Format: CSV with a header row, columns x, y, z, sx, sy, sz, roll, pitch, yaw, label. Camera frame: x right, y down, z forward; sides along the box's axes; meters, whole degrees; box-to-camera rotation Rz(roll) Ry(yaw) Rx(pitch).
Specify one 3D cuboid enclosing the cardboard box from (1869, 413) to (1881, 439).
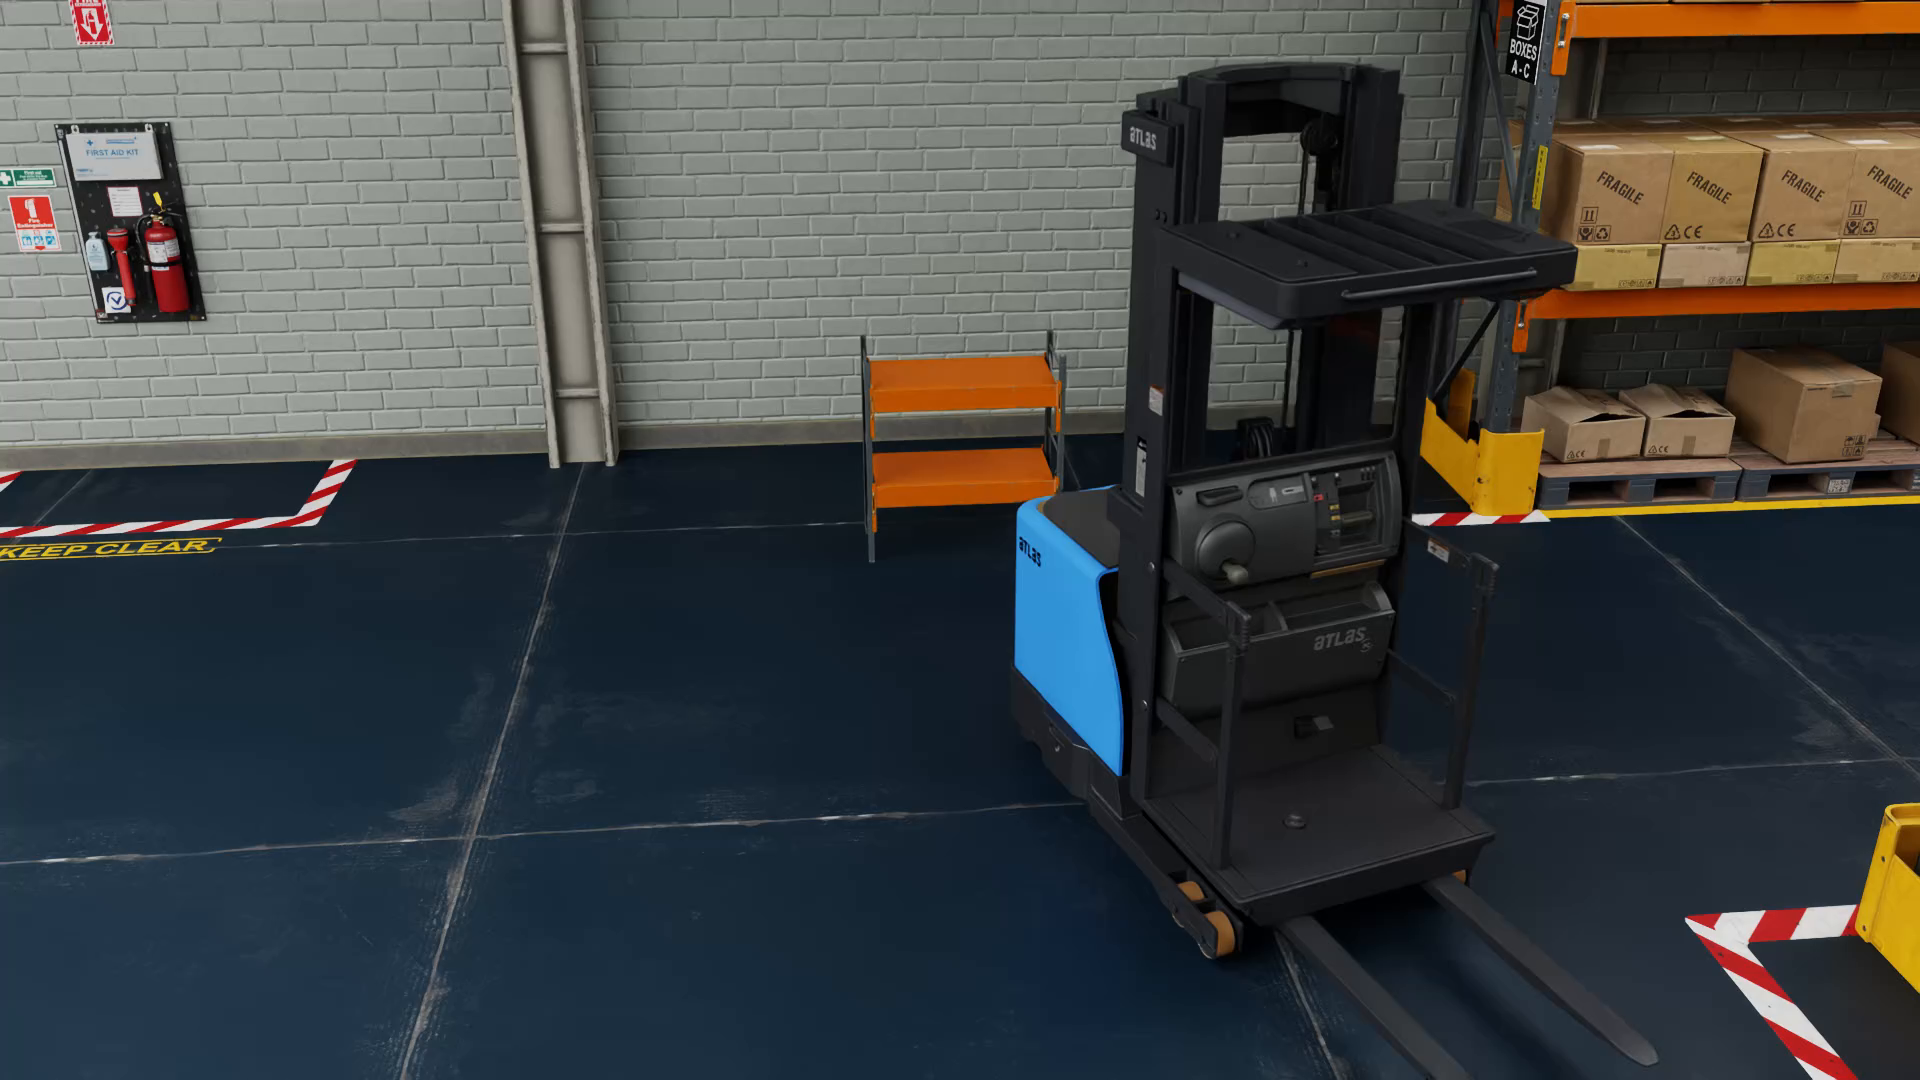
x,y,z,sx,sy,sz,roll,pitch,yaw,label
5.403,-0.747,10.207,0.250,0.149,0.380,-4,24,-9,cardboard box

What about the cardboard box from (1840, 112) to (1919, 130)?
x,y,z,sx,sy,sz,roll,pitch,yaw,label
5.497,-2.217,9.782,0.500,0.500,0.500,-2,24,-4,cardboard box

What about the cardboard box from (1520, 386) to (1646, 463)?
x,y,z,sx,sy,sz,roll,pitch,yaw,label
3.714,-0.709,9.920,0.500,0.311,0.500,-5,24,-11,cardboard box

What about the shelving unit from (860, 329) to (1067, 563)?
x,y,z,sx,sy,sz,roll,pitch,yaw,label
0.007,-0.514,9.022,1.048,1.125,0.538,-2,24,-5,shelving unit

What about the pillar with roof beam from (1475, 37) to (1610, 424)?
x,y,z,sx,sy,sz,roll,pitch,yaw,label
4.051,-3.124,5.200,0.400,9.000,9.100,-2,24,-5,pillar with roof beam

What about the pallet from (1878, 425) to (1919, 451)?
x,y,z,sx,sy,sz,roll,pitch,yaw,label
6.332,-0.590,10.317,1.213,0.211,1.003,-2,24,-5,pallet

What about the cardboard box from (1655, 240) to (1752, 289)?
x,y,z,sx,sy,sz,roll,pitch,yaw,label
4.049,-1.603,9.325,0.500,0.250,0.500,-3,24,-7,cardboard box

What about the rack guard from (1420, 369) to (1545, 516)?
x,y,z,sx,sy,sz,roll,pitch,yaw,label
3.092,-0.606,9.998,0.348,0.500,1.175,-2,24,-5,rack guard

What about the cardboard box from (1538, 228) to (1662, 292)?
x,y,z,sx,sy,sz,roll,pitch,yaw,label
3.533,-1.577,9.265,0.500,0.250,0.500,-3,24,-7,cardboard box

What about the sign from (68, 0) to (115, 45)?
x,y,z,sx,sy,sz,roll,pitch,yaw,label
-4.824,-2.899,9.226,0.199,0.298,0.001,-2,24,-5,sign

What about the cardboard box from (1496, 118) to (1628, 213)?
x,y,z,sx,sy,sz,roll,pitch,yaw,label
3.465,-2.133,9.593,0.500,0.500,0.500,-3,24,-6,cardboard box

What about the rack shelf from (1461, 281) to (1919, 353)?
x,y,z,sx,sy,sz,roll,pitch,yaw,label
5.007,-1.496,9.809,4.000,0.370,1.077,-2,24,-5,rack shelf

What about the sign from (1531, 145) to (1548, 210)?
x,y,z,sx,sy,sz,roll,pitch,yaw,label
3.070,-1.922,8.814,0.005,0.325,0.100,-2,24,-5,sign

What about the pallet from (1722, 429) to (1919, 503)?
x,y,z,sx,sy,sz,roll,pitch,yaw,label
5.115,-0.540,10.204,1.213,0.211,1.003,-2,24,-5,pallet

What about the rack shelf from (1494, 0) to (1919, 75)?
x,y,z,sx,sy,sz,roll,pitch,yaw,label
5.007,-2.867,9.200,4.000,0.370,1.077,-2,24,-5,rack shelf

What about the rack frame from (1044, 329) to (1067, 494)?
x,y,z,sx,sy,sz,roll,pitch,yaw,label
0.513,-0.535,9.068,0.032,1.125,0.500,-2,24,-5,rack frame

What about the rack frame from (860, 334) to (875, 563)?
x,y,z,sx,sy,sz,roll,pitch,yaw,label
-0.499,-0.494,8.976,0.032,1.125,0.500,-2,24,-5,rack frame

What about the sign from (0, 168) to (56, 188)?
x,y,z,sx,sy,sz,roll,pitch,yaw,label
-5.361,-2.075,9.528,0.331,0.109,0.001,-2,24,-5,sign

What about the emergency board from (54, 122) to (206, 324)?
x,y,z,sx,sy,sz,roll,pitch,yaw,label
-4.806,-1.800,9.607,0.643,1.169,0.194,-2,24,-5,emergency board

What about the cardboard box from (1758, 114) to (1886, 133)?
x,y,z,sx,sy,sz,roll,pitch,yaw,label
4.982,-2.192,9.725,0.500,0.500,0.500,-2,24,-4,cardboard box

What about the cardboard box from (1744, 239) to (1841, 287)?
x,y,z,sx,sy,sz,roll,pitch,yaw,label
4.556,-1.621,9.365,0.500,0.250,0.500,-3,24,-6,cardboard box

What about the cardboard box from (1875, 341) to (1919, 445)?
x,y,z,sx,sy,sz,roll,pitch,yaw,label
5.968,-0.906,10.131,0.500,0.500,0.500,-4,24,-9,cardboard box

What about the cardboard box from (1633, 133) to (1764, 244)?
x,y,z,sx,sy,sz,roll,pitch,yaw,label
4.014,-1.942,9.162,0.500,0.500,0.500,-2,24,-5,cardboard box

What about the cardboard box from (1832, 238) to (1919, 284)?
x,y,z,sx,sy,sz,roll,pitch,yaw,label
5.059,-1.641,9.408,0.500,0.250,0.500,-2,24,-5,cardboard box

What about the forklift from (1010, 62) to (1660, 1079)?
x,y,z,sx,sy,sz,roll,pitch,yaw,label
1.258,-0.050,5.755,1.130,2.935,3.031,-10,26,-21,forklift

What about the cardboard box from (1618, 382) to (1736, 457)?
x,y,z,sx,sy,sz,roll,pitch,yaw,label
4.281,-0.732,9.972,0.500,0.311,0.500,0,24,-1,cardboard box

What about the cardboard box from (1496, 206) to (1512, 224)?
x,y,z,sx,sy,sz,roll,pitch,yaw,label
3.463,-1.783,9.728,0.500,0.250,0.500,-2,24,-4,cardboard box

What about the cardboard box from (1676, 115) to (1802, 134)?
x,y,z,sx,sy,sz,roll,pitch,yaw,label
4.481,-2.172,9.680,0.500,0.500,0.500,-3,24,-7,cardboard box

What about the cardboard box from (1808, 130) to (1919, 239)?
x,y,z,sx,sy,sz,roll,pitch,yaw,label
5.041,-1.985,9.260,0.500,0.500,0.500,-2,24,-3,cardboard box

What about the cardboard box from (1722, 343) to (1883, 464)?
x,y,z,sx,sy,sz,roll,pitch,yaw,label
5.016,-0.827,9.954,0.500,0.500,0.700,-4,24,-8,cardboard box

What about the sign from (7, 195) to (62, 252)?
x,y,z,sx,sy,sz,roll,pitch,yaw,label
-5.366,-1.836,9.644,0.234,0.329,0.001,-2,24,-5,sign

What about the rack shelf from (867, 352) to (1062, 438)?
x,y,z,sx,sy,sz,roll,pitch,yaw,label
0.007,-0.782,8.903,1.000,0.278,0.538,-2,24,-5,rack shelf

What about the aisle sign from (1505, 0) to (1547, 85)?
x,y,z,sx,sy,sz,roll,pitch,yaw,label
2.974,-2.809,8.676,0.004,0.787,0.394,-2,24,-5,aisle sign

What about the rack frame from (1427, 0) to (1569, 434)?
x,y,z,sx,sy,sz,roll,pitch,yaw,label
3.016,-1.745,9.483,0.127,3.000,1.000,-2,24,-5,rack frame

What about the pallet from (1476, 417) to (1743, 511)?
x,y,z,sx,sy,sz,roll,pitch,yaw,label
3.904,-0.492,10.097,1.213,0.211,1.003,-2,24,-5,pallet

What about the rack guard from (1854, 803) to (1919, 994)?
x,y,z,sx,sy,sz,roll,pitch,yaw,label
3.483,1.400,5.485,0.348,0.500,1.175,-2,24,-5,rack guard

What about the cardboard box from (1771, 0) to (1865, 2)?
x,y,z,sx,sy,sz,roll,pitch,yaw,label
4.428,-3.112,8.719,0.500,0.500,0.500,-1,24,-3,cardboard box

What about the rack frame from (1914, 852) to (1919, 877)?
x,y,z,sx,sy,sz,roll,pitch,yaw,label
3.507,0.257,4.979,0.127,3.000,1.000,-2,24,-5,rack frame

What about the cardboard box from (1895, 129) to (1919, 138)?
x,y,z,sx,sy,sz,roll,pitch,yaw,label
5.559,-2.006,9.308,0.500,0.500,0.500,-3,24,-7,cardboard box

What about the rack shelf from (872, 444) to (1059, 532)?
x,y,z,sx,sy,sz,roll,pitch,yaw,label
0.007,-0.291,9.121,1.000,0.278,0.538,-2,24,-5,rack shelf

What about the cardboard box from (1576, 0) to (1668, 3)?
x,y,z,sx,sy,sz,roll,pitch,yaw,label
3.374,-3.083,8.652,0.500,0.500,0.500,-2,24,-4,cardboard box

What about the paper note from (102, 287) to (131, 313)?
x,y,z,sx,sy,sz,roll,pitch,yaw,label
-4.989,-1.418,9.833,0.142,0.148,0.016,-2,24,-5,paper note

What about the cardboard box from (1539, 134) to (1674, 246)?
x,y,z,sx,sy,sz,roll,pitch,yaw,label
3.521,-1.926,9.127,0.500,0.500,0.500,-2,24,-5,cardboard box

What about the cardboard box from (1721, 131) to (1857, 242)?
x,y,z,sx,sy,sz,roll,pitch,yaw,label
4.529,-1.960,9.203,0.500,0.500,0.500,-3,24,-7,cardboard box

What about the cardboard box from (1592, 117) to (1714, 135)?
x,y,z,sx,sy,sz,roll,pitch,yaw,label
3.967,-2.149,9.629,0.500,0.500,0.500,-2,24,-4,cardboard box

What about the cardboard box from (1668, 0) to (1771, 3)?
x,y,z,sx,sy,sz,roll,pitch,yaw,label
3.912,-3.090,8.668,0.500,0.500,0.500,-1,24,-2,cardboard box

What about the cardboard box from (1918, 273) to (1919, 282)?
x,y,z,sx,sy,sz,roll,pitch,yaw,label
5.560,-1.661,9.454,0.500,0.250,0.500,-2,24,-5,cardboard box

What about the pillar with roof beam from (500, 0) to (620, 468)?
x,y,z,sx,sy,sz,roll,pitch,yaw,label
-1.920,-2.885,4.661,0.400,9.000,9.100,-2,24,-5,pillar with roof beam
